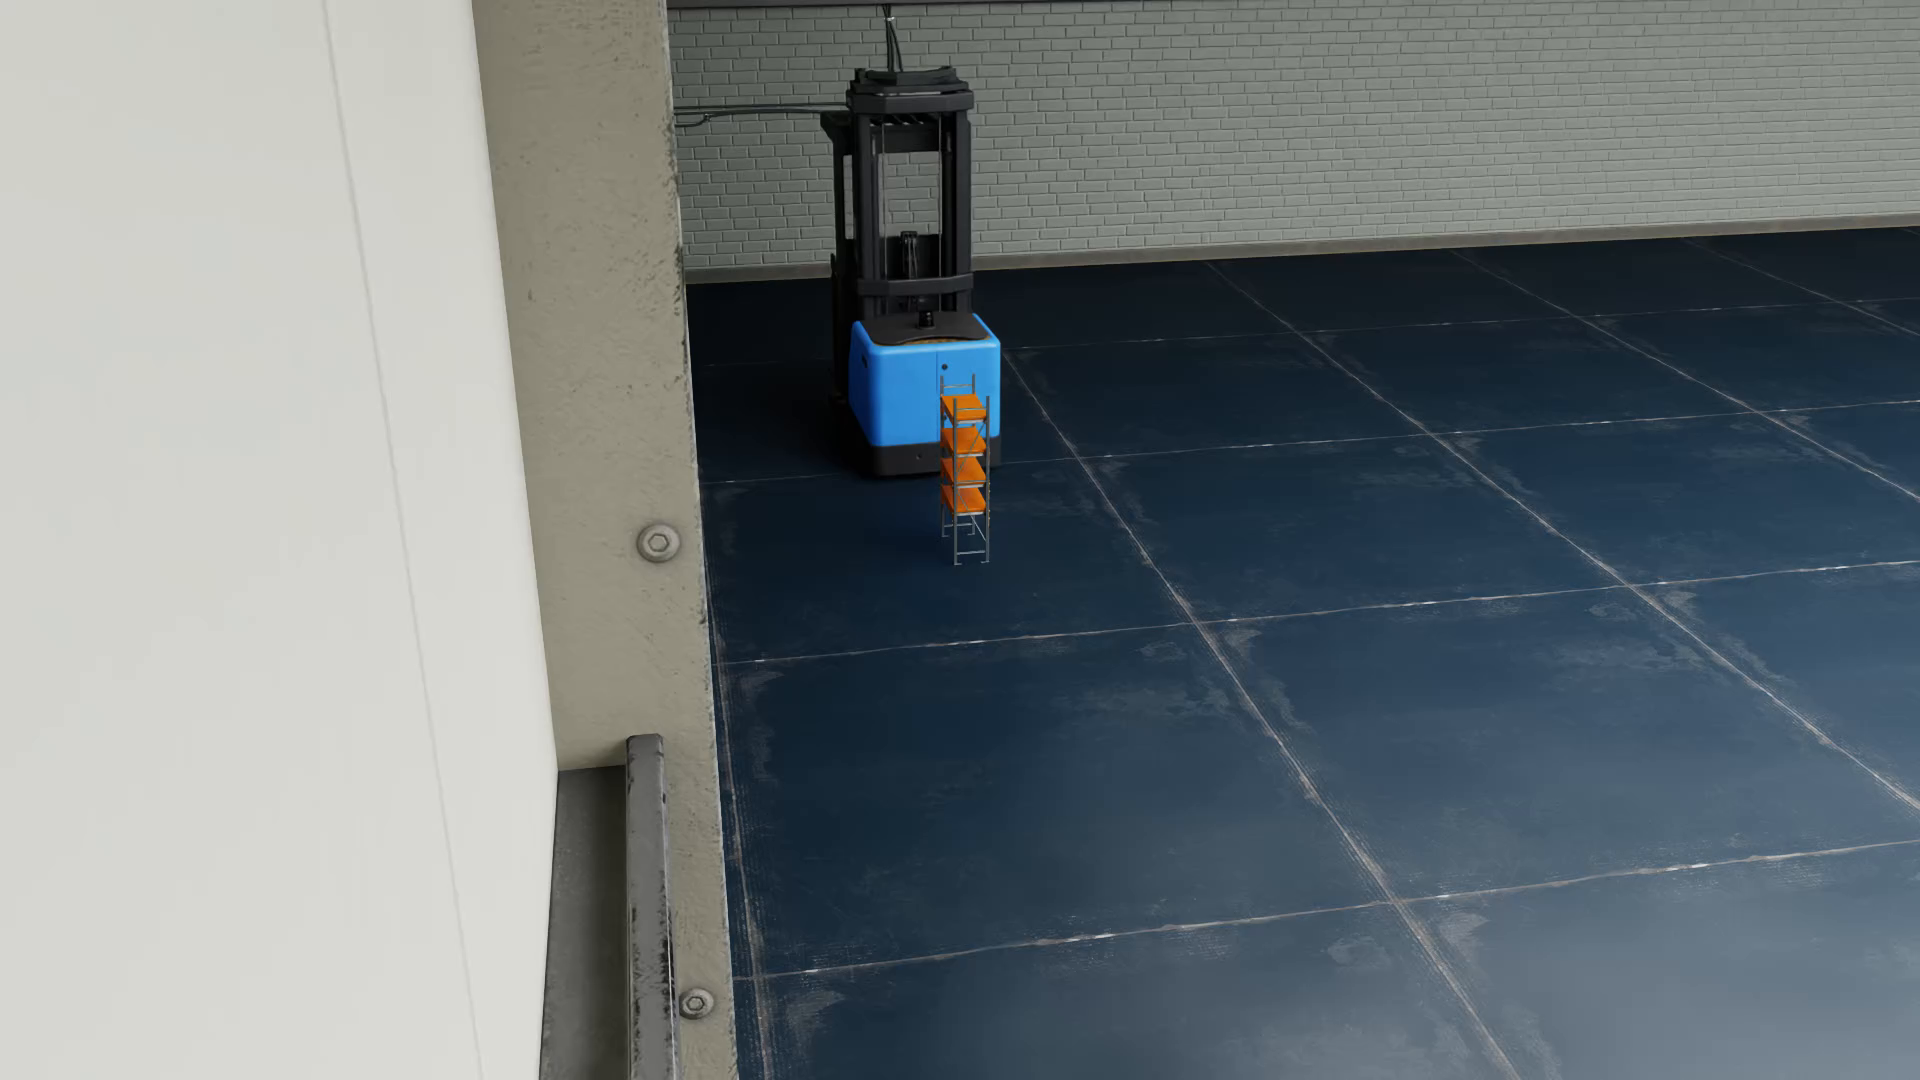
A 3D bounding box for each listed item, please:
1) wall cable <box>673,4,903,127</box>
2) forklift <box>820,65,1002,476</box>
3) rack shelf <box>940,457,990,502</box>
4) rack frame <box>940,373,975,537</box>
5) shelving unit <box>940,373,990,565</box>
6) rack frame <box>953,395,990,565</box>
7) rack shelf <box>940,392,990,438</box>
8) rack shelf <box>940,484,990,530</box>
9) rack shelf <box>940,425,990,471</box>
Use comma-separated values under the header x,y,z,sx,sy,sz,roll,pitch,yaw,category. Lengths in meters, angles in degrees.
x,y,z,sx,sy,sz,roll,pitch,yaw,category
-2.122,-5.545,17.082,3.097,2.526,0.112,-4,24,-10,wall cable
-0.506,-2.393,13.568,1.130,2.935,3.031,-5,24,-12,forklift
0.031,-0.423,11.388,0.258,0.148,0.480,-4,24,-10,rack shelf
-0.014,-0.581,11.581,0.240,1.200,0.015,-4,24,-10,rack frame
0.031,-0.485,11.361,0.258,1.200,0.503,-4,24,-10,shelving unit
0.076,-0.389,11.141,0.240,1.200,0.015,-4,24,-10,rack frame
0.031,-0.845,11.203,0.258,0.148,0.480,-4,24,-10,rack shelf
0.031,-0.241,11.467,0.258,0.148,0.480,-4,24,-10,rack shelf
0.031,-0.628,11.298,0.258,0.148,0.480,-4,24,-10,rack shelf
